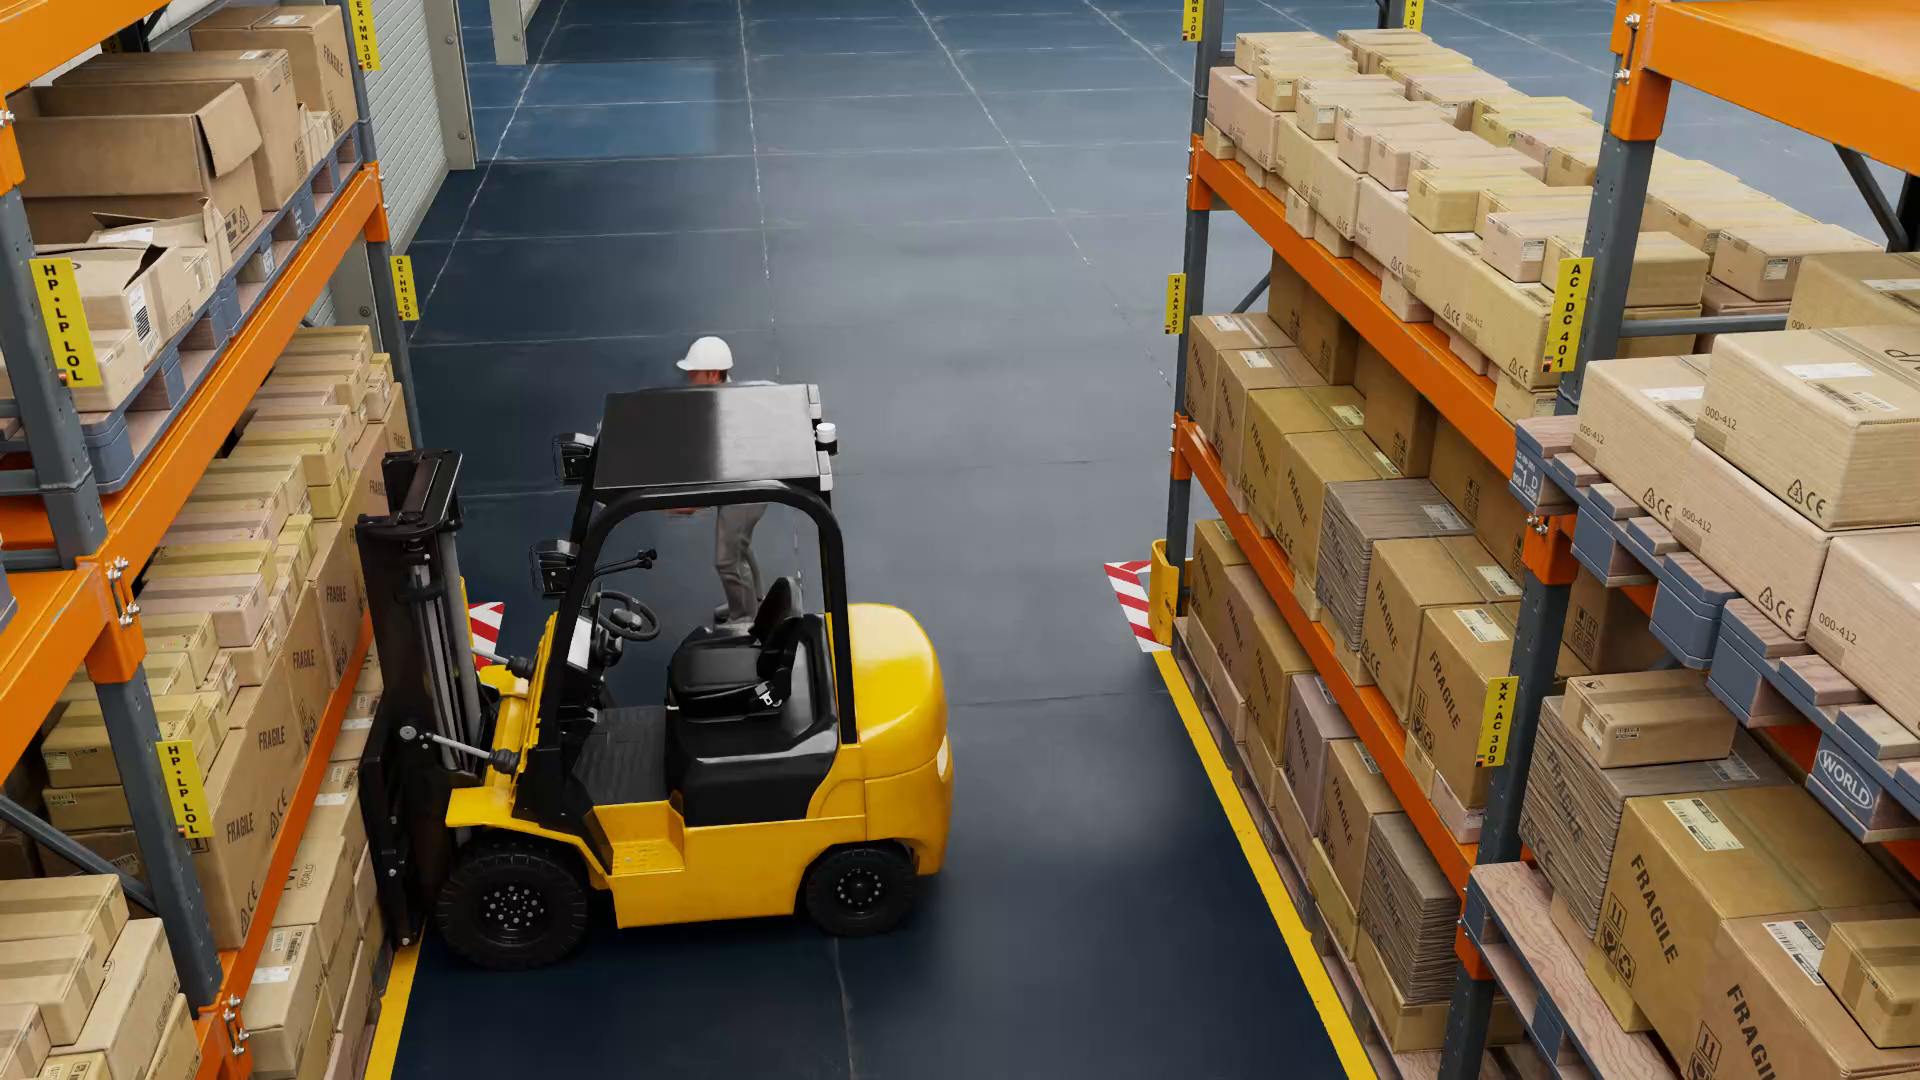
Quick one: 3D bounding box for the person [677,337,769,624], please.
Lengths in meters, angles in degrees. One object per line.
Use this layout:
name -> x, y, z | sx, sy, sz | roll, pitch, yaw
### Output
person -> -1.318, -0.276, 9.146 | 0.577, 1.765, 0.487 | -4, 27, -8
